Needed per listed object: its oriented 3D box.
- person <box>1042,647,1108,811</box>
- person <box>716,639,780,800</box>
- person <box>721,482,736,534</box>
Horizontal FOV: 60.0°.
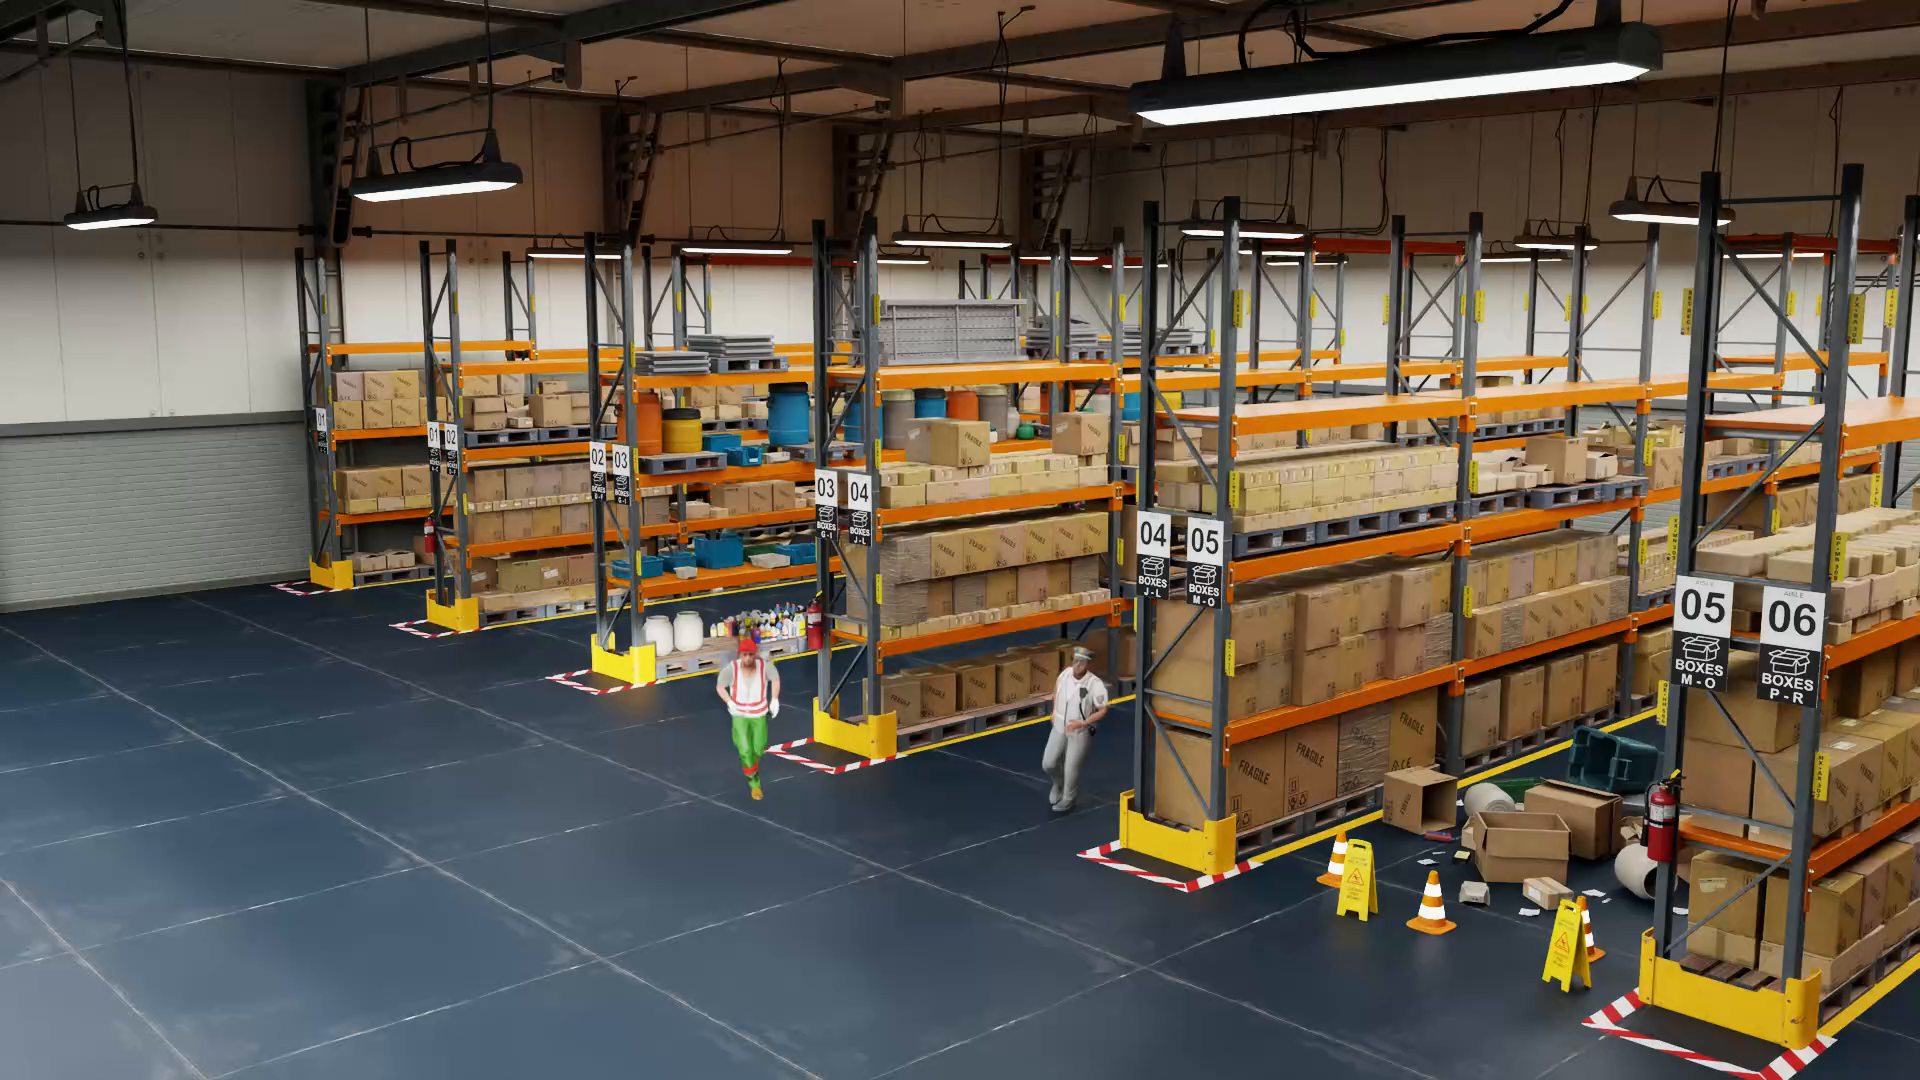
[{"bbox_3d":[1.144,1.898,16.608,0.715,1.737,0.550,5,10,31],"label":"person"},{"bbox_3d":[-2.195,1.819,17.289,0.652,1.712,0.816,-1,8,-5],"label":"person"},{"bbox_3d":[-4.373,-0.298,31.765,0.553,1.644,0.875,7,11,42],"label":"person"}]
